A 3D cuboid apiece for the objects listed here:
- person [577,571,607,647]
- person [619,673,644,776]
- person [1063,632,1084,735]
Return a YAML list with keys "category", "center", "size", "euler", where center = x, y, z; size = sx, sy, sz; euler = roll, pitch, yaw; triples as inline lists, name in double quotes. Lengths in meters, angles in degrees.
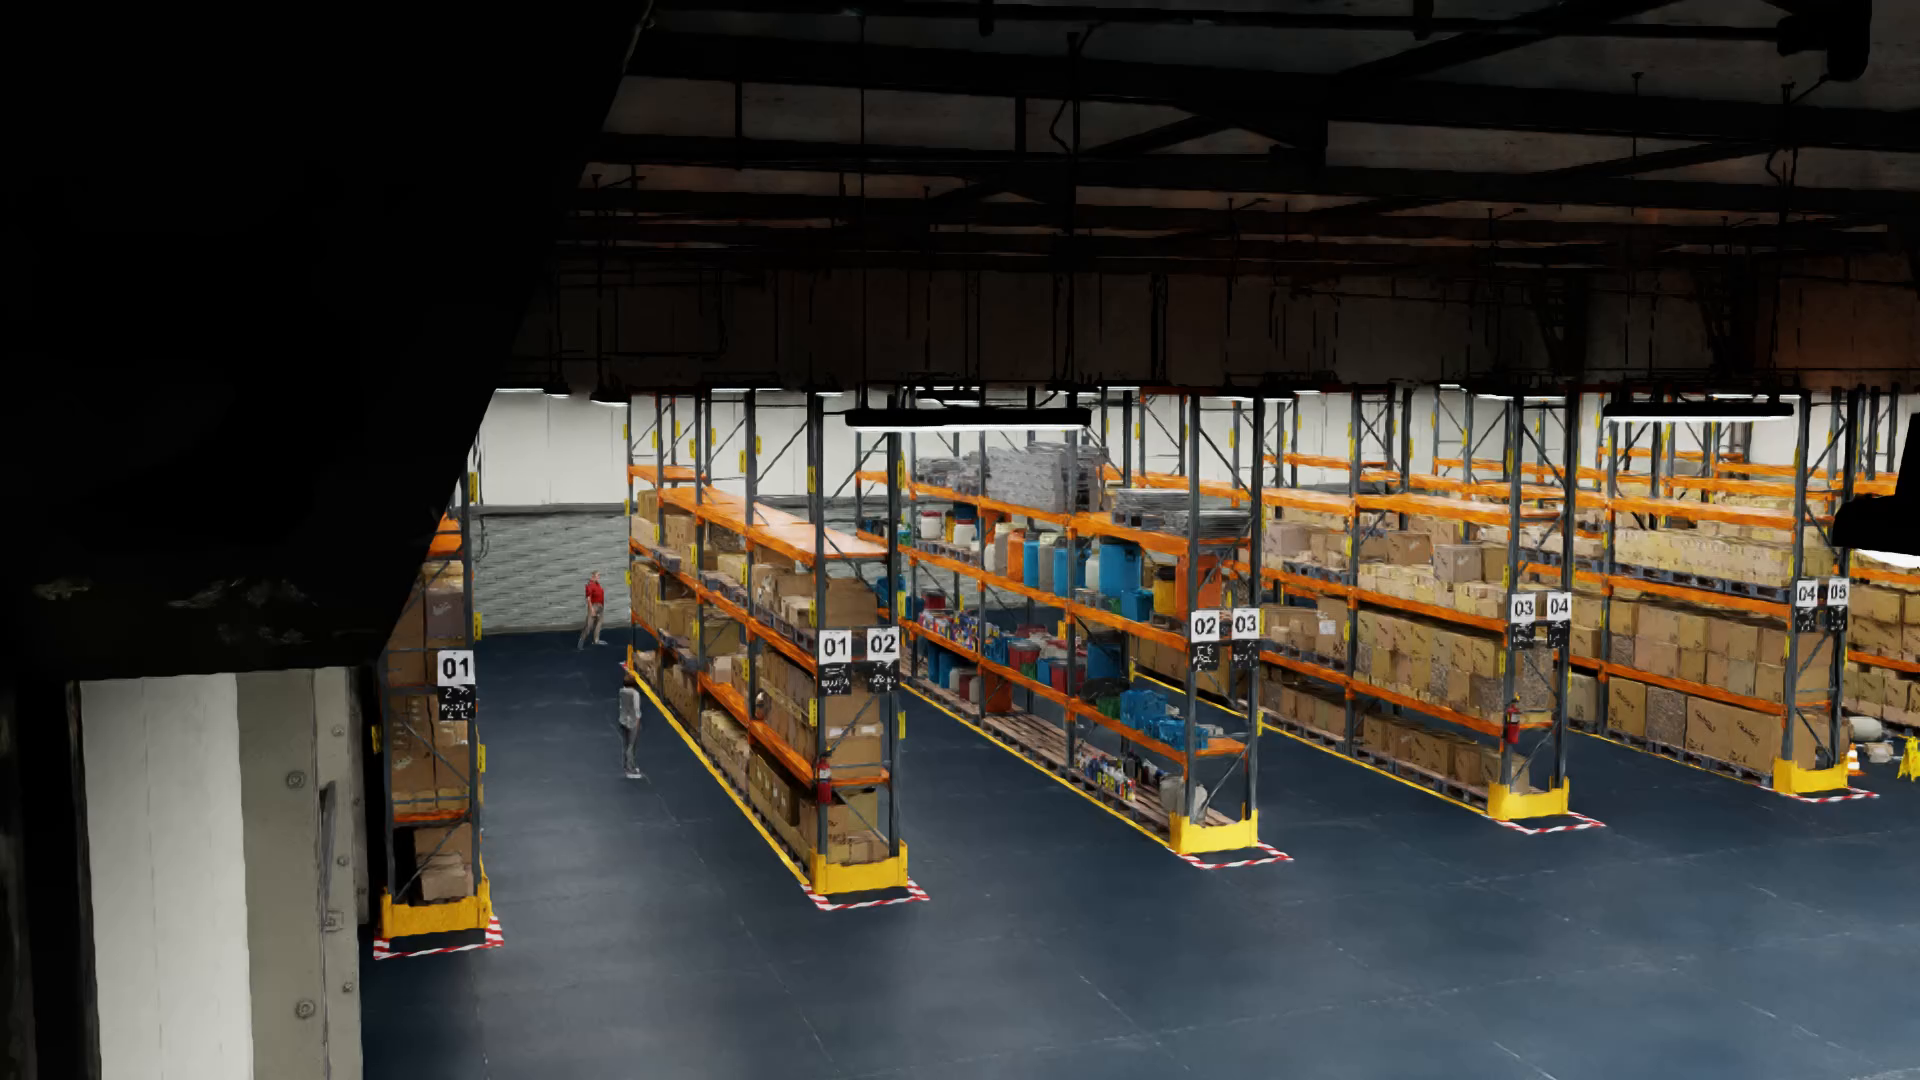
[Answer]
- category: "person"
  center: [-8.428, 1.567, 37.920]
  size: [0.506, 1.723, 0.715]
  euler: [2, 6, 22]
- category: "person"
  center: [-5.105, 2.855, 25.877]
  size: [0.469, 1.602, 0.381]
  euler: [5, 8, 39]
- category: "person"
  center: [1.986, 2.466, 28.844]
  size: [0.424, 1.757, 0.706]
  euler: [0, 6, -1]
